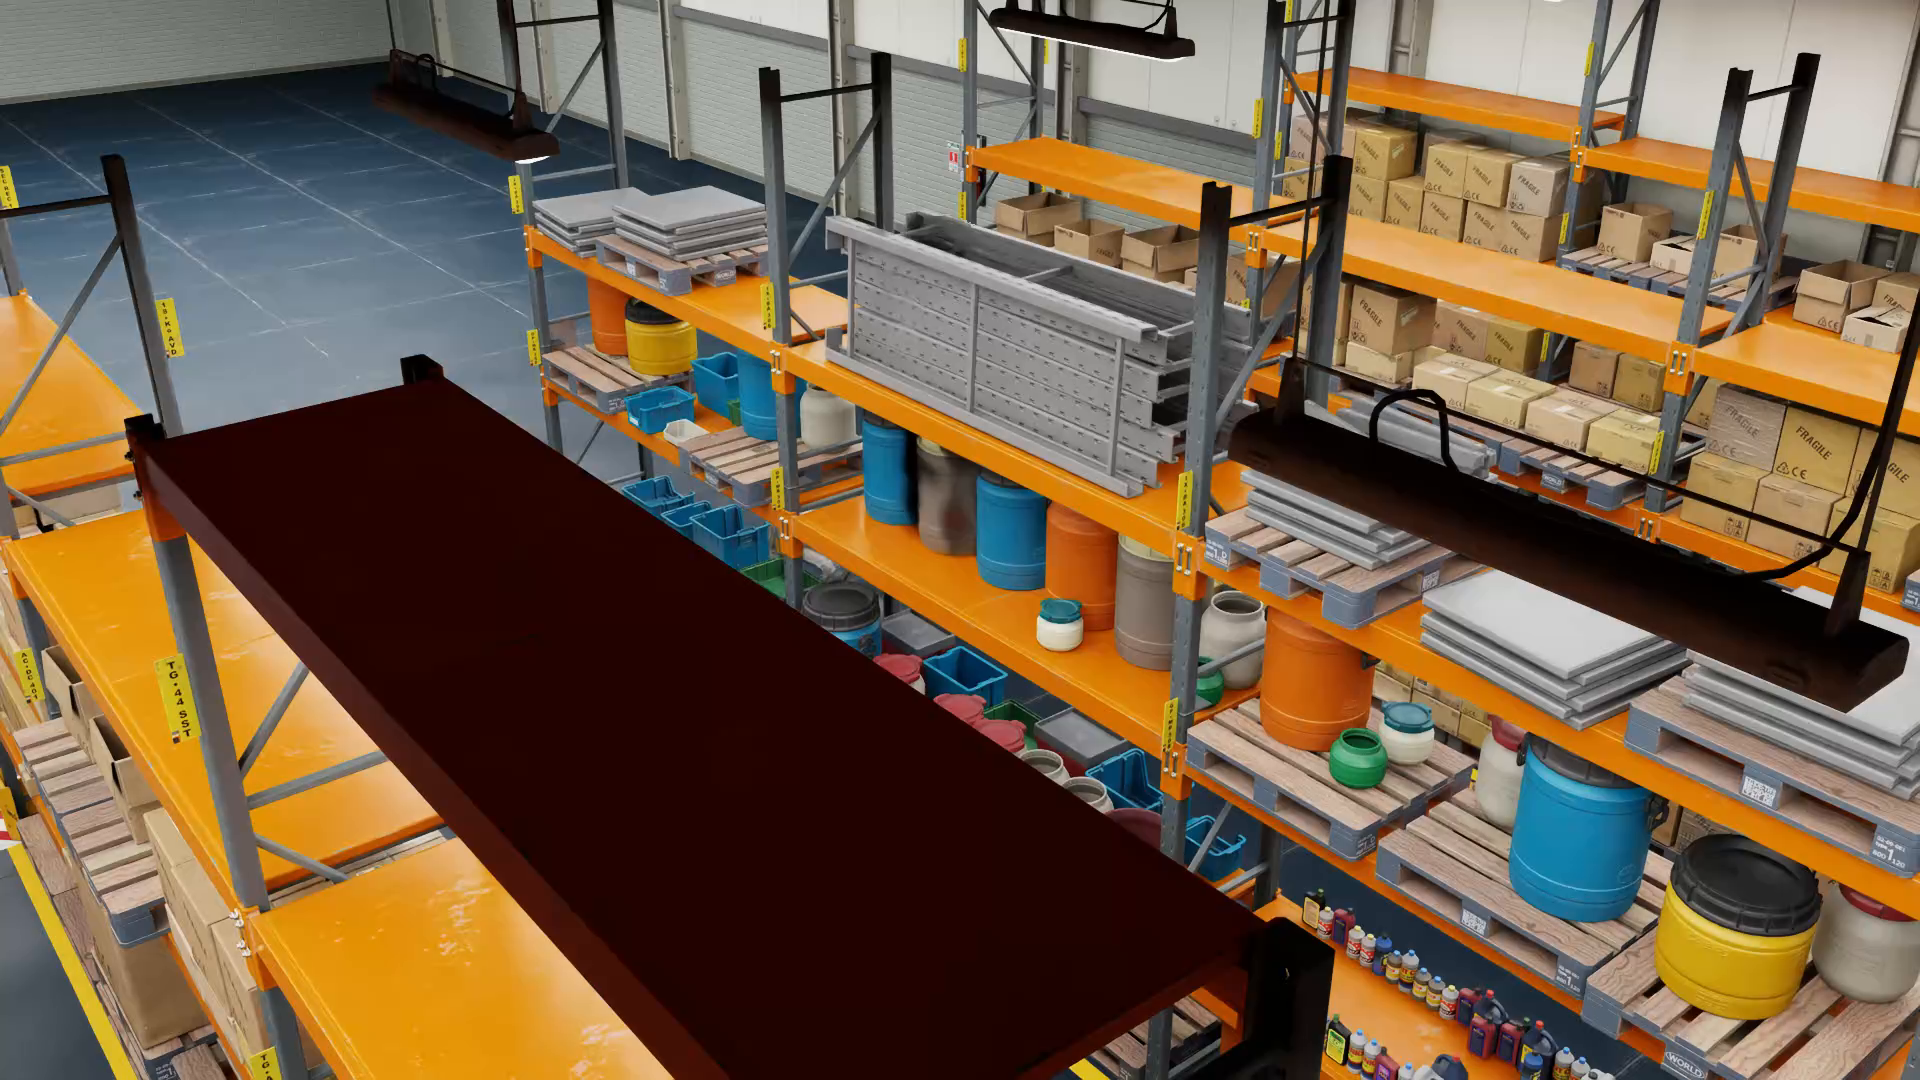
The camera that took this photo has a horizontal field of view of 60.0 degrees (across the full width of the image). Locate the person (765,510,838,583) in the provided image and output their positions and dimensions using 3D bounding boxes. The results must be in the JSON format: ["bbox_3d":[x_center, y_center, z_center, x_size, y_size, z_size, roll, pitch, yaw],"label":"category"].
[{"bbox_3d":[-1.647,-0.185,16.672,0.813,1.749,0.694,11,28,21],"label":"person"}]
